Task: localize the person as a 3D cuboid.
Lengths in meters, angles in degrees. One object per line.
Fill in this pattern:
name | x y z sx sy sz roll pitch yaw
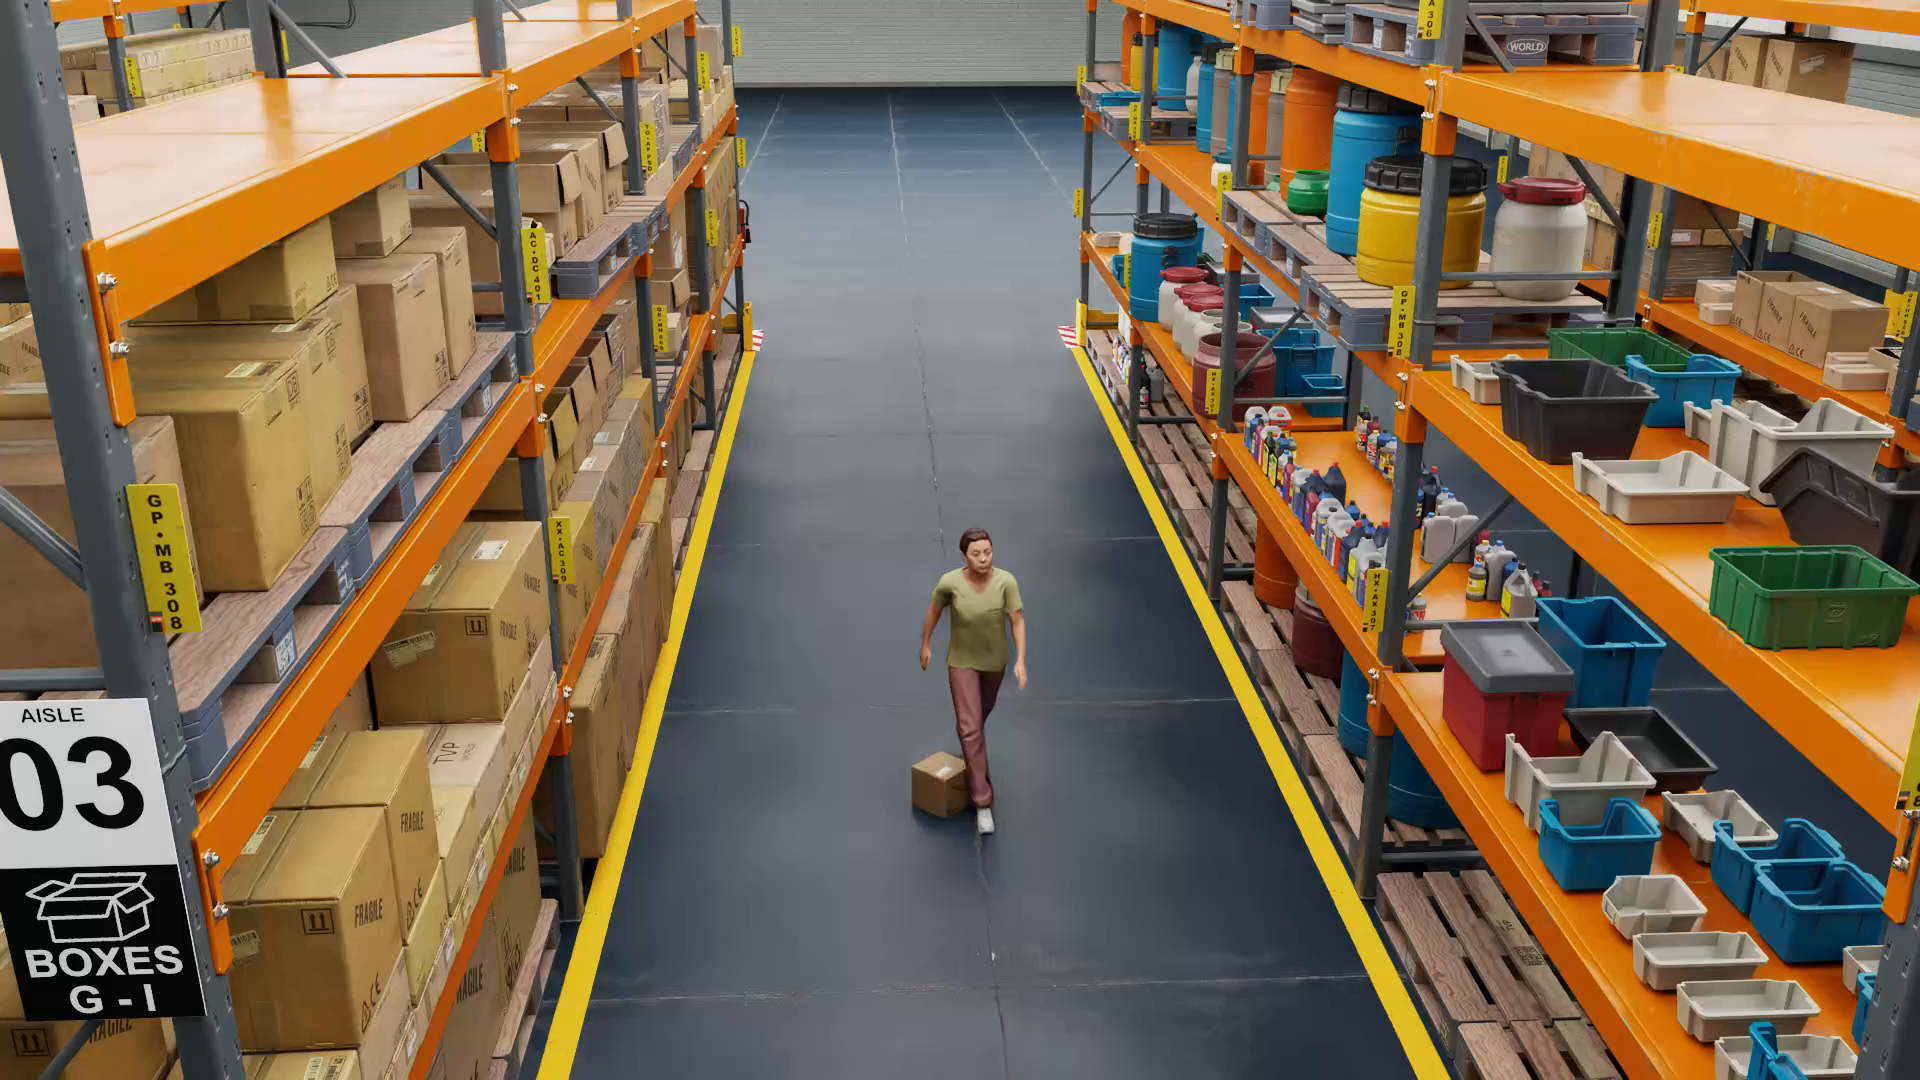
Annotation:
person | 0.079 0.680 9.309 0.542 1.605 1.110 -5 21 -13
